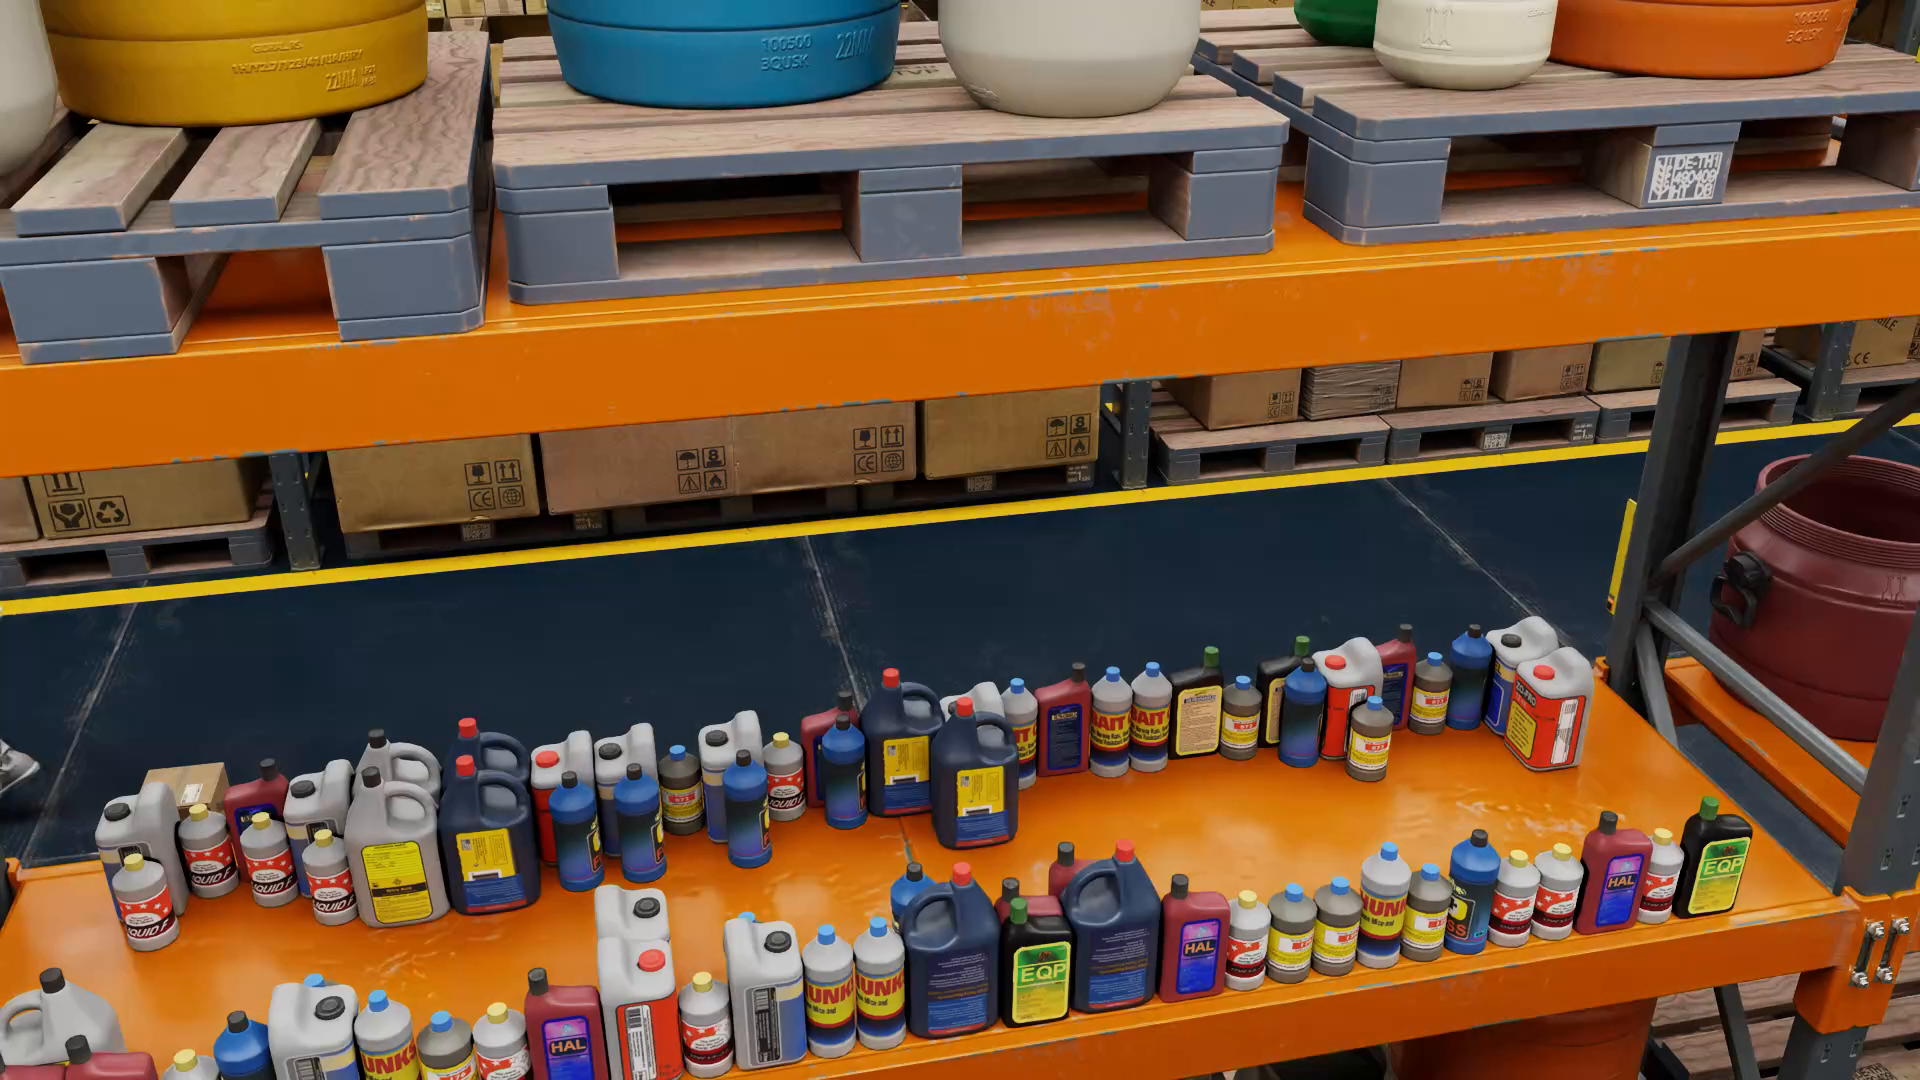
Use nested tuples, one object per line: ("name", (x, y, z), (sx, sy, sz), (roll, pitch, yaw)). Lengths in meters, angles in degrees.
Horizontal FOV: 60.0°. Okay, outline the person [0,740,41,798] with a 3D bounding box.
("person", (-3.790, 0.205, 5.674), (1.006, 1.637, 0.479), (-2, 27, -3))
